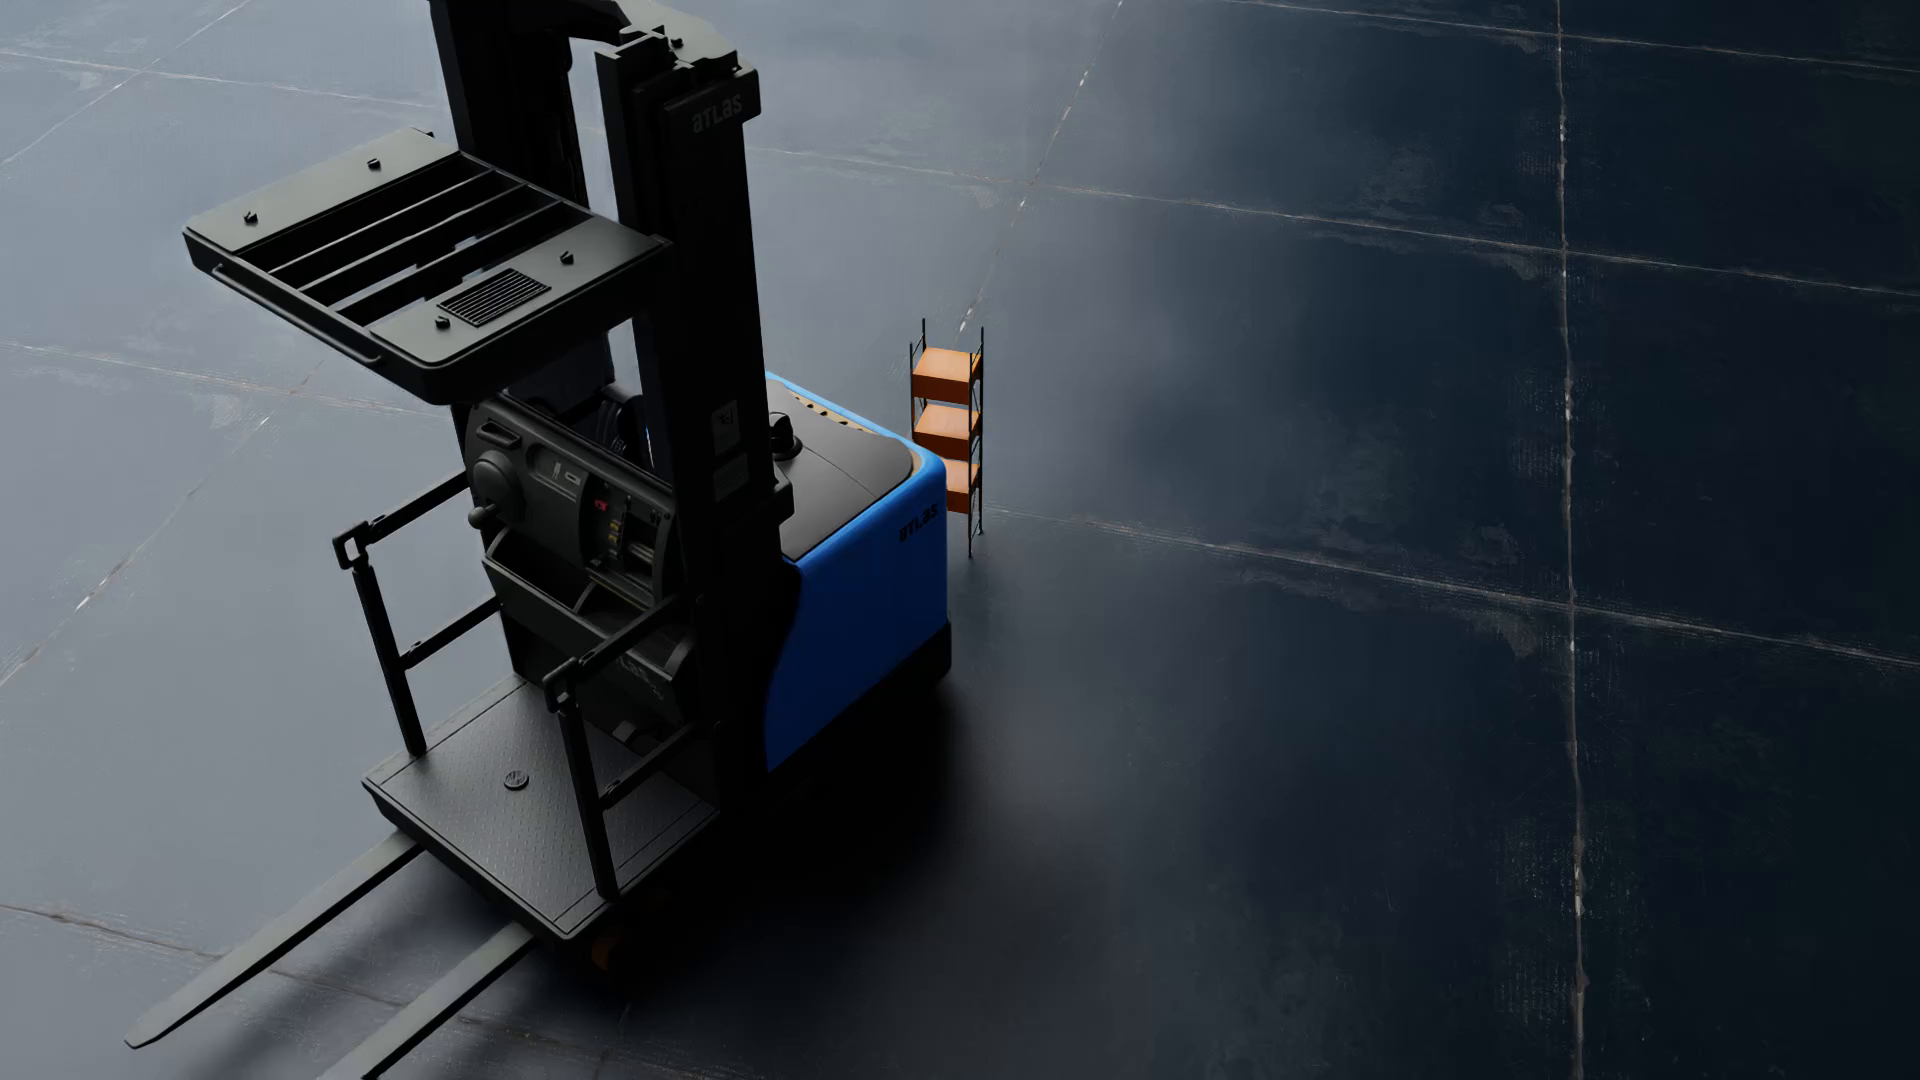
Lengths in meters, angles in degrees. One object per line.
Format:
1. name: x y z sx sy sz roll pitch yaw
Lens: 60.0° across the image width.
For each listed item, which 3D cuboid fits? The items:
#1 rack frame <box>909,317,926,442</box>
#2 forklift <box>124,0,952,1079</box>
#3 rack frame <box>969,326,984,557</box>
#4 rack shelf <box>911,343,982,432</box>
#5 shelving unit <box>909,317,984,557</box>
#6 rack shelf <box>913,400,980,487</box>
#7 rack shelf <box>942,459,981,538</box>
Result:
1. rack frame: -0.170 -0.431 6.947 0.008 1.050 0.200 10 41 11
2. forklift: -1.350 -0.048 5.029 1.130 2.935 3.031 27 47 29
3. rack frame: 0.066 -0.391 6.899 0.008 1.050 0.200 10 41 11
4. rack shelf: -0.052 -0.620 6.747 0.240 0.259 0.215 10 41 11
5. shelving unit: -0.052 -0.411 6.923 0.252 1.050 0.215 10 41 11
6. rack shelf: -0.052 -0.403 6.930 0.240 0.259 0.215 10 41 11
7. rack shelf: -0.052 -0.190 7.109 0.240 0.259 0.215 10 41 11
